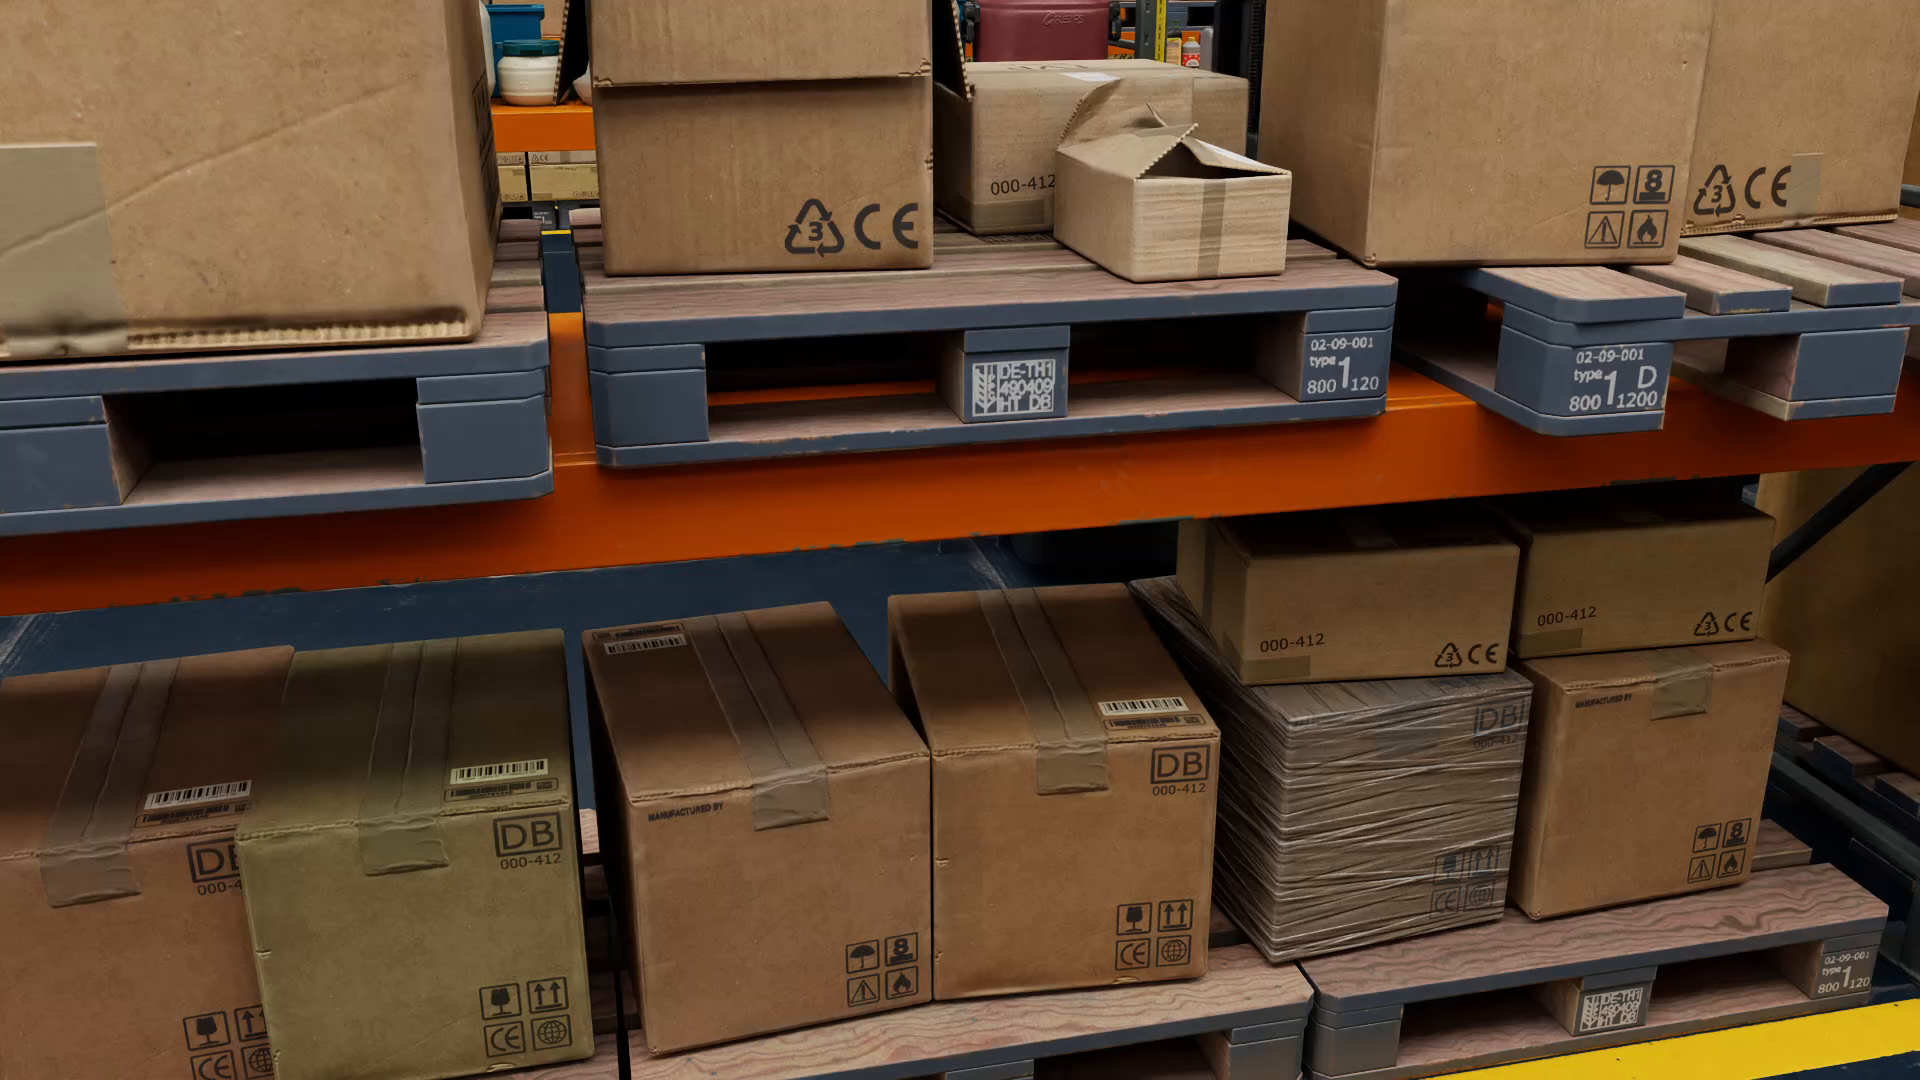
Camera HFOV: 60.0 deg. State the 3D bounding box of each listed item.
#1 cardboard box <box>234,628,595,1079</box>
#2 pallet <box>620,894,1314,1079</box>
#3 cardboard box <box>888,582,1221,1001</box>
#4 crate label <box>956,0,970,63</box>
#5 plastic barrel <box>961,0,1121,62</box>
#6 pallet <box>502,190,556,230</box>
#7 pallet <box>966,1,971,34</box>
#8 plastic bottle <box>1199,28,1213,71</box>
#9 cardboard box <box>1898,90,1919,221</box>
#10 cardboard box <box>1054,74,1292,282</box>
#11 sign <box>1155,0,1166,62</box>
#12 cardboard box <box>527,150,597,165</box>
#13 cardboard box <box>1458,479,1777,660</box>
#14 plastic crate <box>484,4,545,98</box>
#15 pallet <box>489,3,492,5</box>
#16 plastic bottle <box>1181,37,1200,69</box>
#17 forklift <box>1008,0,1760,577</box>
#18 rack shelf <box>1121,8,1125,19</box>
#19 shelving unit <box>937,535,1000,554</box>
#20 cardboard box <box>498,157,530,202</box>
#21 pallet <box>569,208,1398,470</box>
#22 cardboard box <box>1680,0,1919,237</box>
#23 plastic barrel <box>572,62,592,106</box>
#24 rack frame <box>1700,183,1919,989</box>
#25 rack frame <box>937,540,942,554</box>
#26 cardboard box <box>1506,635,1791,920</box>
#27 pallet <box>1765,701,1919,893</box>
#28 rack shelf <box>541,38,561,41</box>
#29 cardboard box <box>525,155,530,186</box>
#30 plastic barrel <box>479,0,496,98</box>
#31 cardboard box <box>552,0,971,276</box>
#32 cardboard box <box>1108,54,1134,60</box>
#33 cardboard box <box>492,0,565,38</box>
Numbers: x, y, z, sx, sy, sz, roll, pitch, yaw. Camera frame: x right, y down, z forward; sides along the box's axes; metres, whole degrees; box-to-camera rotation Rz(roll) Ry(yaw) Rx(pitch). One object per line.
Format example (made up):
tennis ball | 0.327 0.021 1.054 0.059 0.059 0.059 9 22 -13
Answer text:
cardboard box | -0.938 0.541 2.971 0.500 0.500 0.700 -5 21 -13
pallet | -0.062 0.796 3.334 1.213 0.211 1.003 -5 21 -12
cardboard box | 0.149 0.453 3.213 0.500 0.500 0.700 -3 20 -8
crate label | -0.286 -2.356 7.834 0.616 0.435 0.502 -5 21 -12
plastic barrel | 0.362 -2.253 7.407 0.708 0.536 0.600 -5 21 -12
pallet | -3.577 -2.431 12.145 1.213 0.211 1.003 -5 21 -12
pallet | 0.251 -3.973 12.578 1.003 0.211 1.213 -5 21 -12
plastic bottle | 1.204 -2.246 7.766 0.135 0.276 0.152 -5 21 -12
cardboard box | 2.306 -0.839 3.598 0.500 0.500 0.500 -4 20 -11
cardboard box | 0.323 -0.581 2.626 0.258 0.266 0.396 -5 21 -14
sign | 0.877 -2.221 7.278 0.005 0.325 0.100 -5 21 -12
cardboard box | -2.834 -2.867 11.853 0.500 0.311 0.500 -5 21 -14
cardboard box | 1.238 0.008 3.335 0.500 0.250 0.500 -4 20 -10
plastic crate | -2.147 -2.195 7.469 0.575 0.384 0.392 -5 21 -12
pallet | -4.652 -5.249 16.062 1.213 0.211 1.003 -5 21 -12
plastic bottle | 1.156 -2.412 8.327 0.097 0.201 0.097 0 20 0
forklift | 1.634 -1.468 5.562 3.031 2.935 1.130 -3 20 -7
rack shelf | 0.410 -5.464 17.416 4.000 0.370 1.077 -5 21 -12
shelving unit | 0.008 -0.423 5.662 0.210 0.900 0.258 -5 21 -12
cardboard box | -3.338 -2.564 11.841 0.500 0.250 0.500 -4 21 -11
pallet | -0.034 -0.409 2.850 1.213 0.211 1.003 -5 21 -12
cardboard box | 1.367 -0.858 3.039 0.500 0.500 0.500 -7 21 -19
plastic barrel | -1.454 -2.135 7.085 0.433 0.535 0.433 0 20 0
rack frame | 1.883 -0.670 3.282 0.127 3.000 1.000 -5 21 -12
rack frame | -0.091 -0.415 5.640 0.006 0.900 0.240 -5 21 -12
cardboard box | 1.236 0.357 3.473 0.500 0.500 0.700 -6 21 -15
pallet | 2.668 0.603 3.863 1.213 0.211 1.003 -5 21 -12
rack shelf | -2.339 -3.490 12.026 4.000 0.370 1.077 -5 21 -12
cardboard box | -3.456 -2.745 12.333 0.500 0.250 0.500 -5 21 -13
plastic barrel | -2.168 -2.077 6.926 0.433 0.535 0.433 0 20 0
cardboard box | -0.344 -0.767 2.786 0.637 0.503 0.797 -3 20 -7
cardboard box | 1.754 -5.053 17.763 0.750 0.750 0.750 -4 21 -12
cardboard box | -3.021 -3.813 11.718 0.500 0.500 0.500 -3 20 -9
